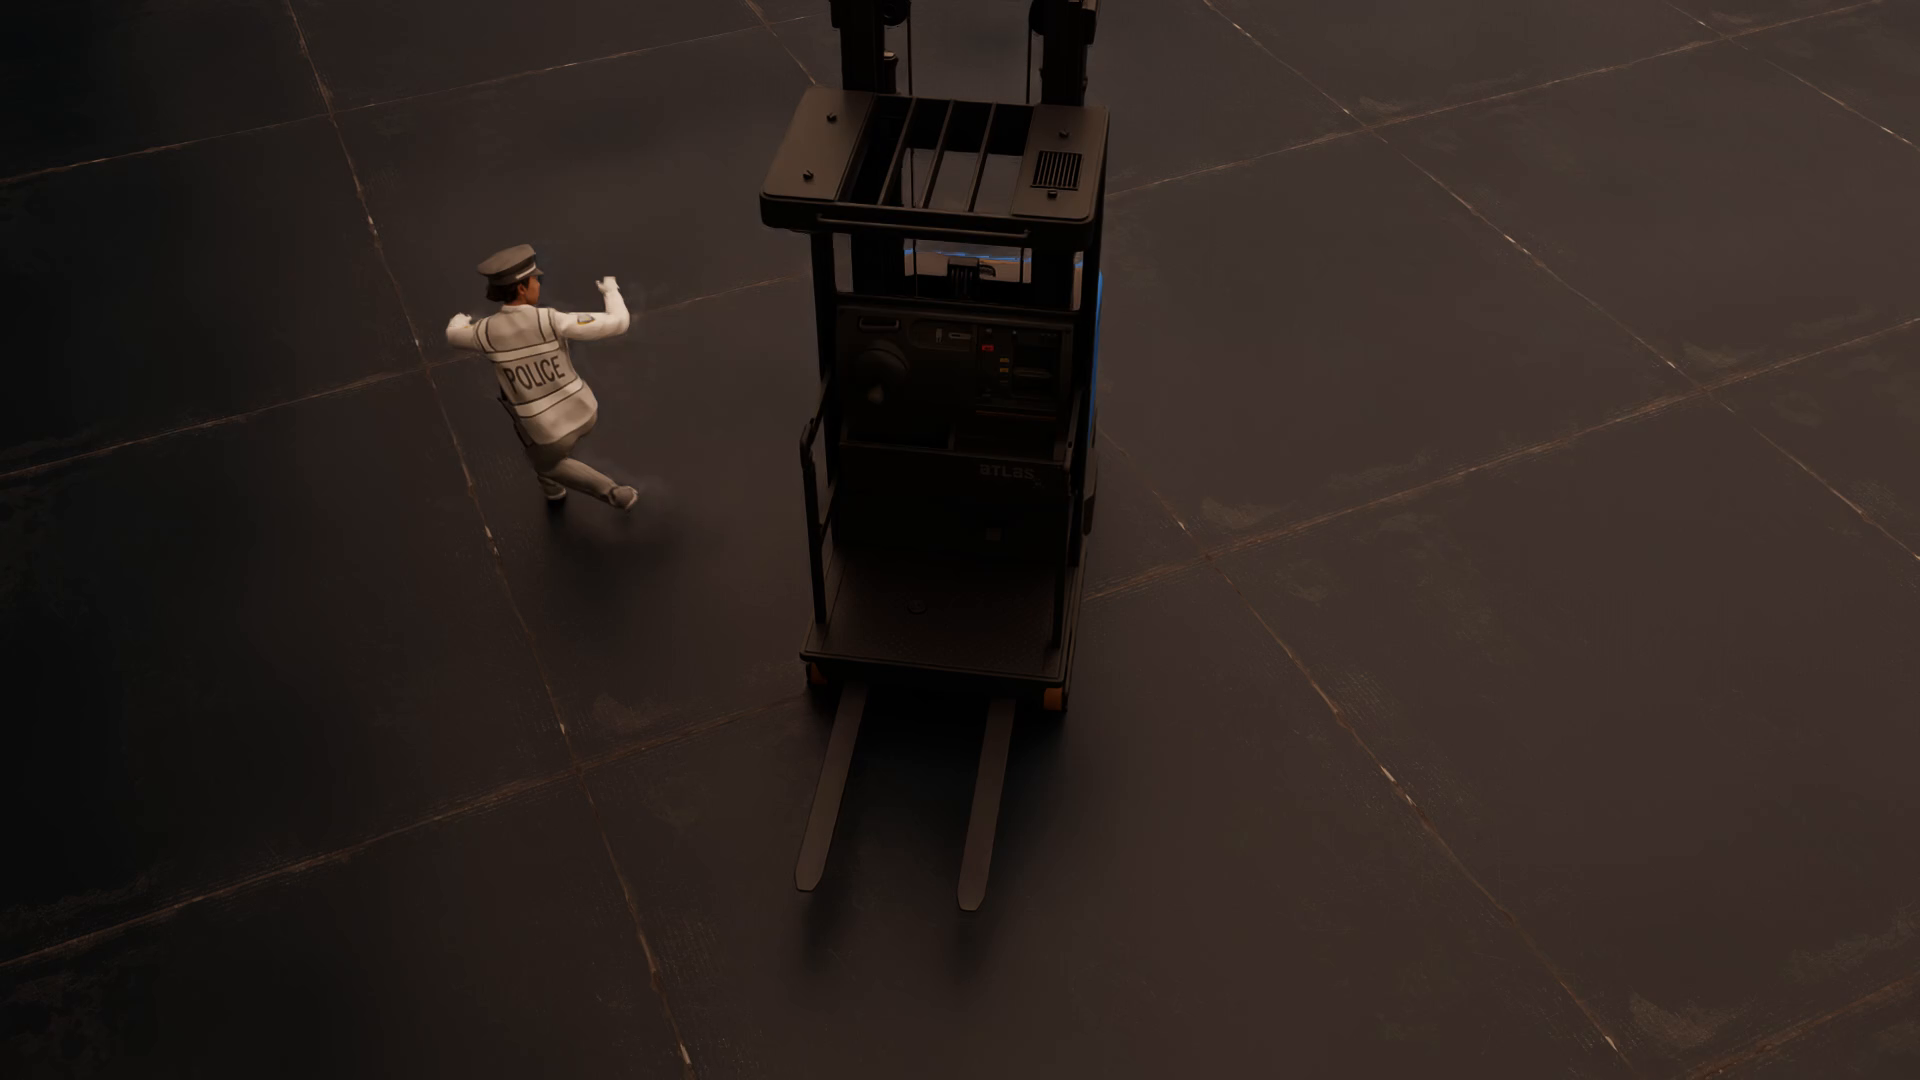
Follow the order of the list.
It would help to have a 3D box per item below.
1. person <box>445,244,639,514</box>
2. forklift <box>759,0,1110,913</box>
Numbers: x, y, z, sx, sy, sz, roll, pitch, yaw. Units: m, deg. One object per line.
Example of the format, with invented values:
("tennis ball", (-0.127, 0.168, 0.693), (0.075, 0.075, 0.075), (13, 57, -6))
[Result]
("person", (-1.872, -0.764, 7.634), (0.760, 1.424, 1.047), (-29, 50, -27))
("forklift", (-0.054, -0.610, 6.333), (1.130, 2.935, 3.031), (6, 43, 6))
